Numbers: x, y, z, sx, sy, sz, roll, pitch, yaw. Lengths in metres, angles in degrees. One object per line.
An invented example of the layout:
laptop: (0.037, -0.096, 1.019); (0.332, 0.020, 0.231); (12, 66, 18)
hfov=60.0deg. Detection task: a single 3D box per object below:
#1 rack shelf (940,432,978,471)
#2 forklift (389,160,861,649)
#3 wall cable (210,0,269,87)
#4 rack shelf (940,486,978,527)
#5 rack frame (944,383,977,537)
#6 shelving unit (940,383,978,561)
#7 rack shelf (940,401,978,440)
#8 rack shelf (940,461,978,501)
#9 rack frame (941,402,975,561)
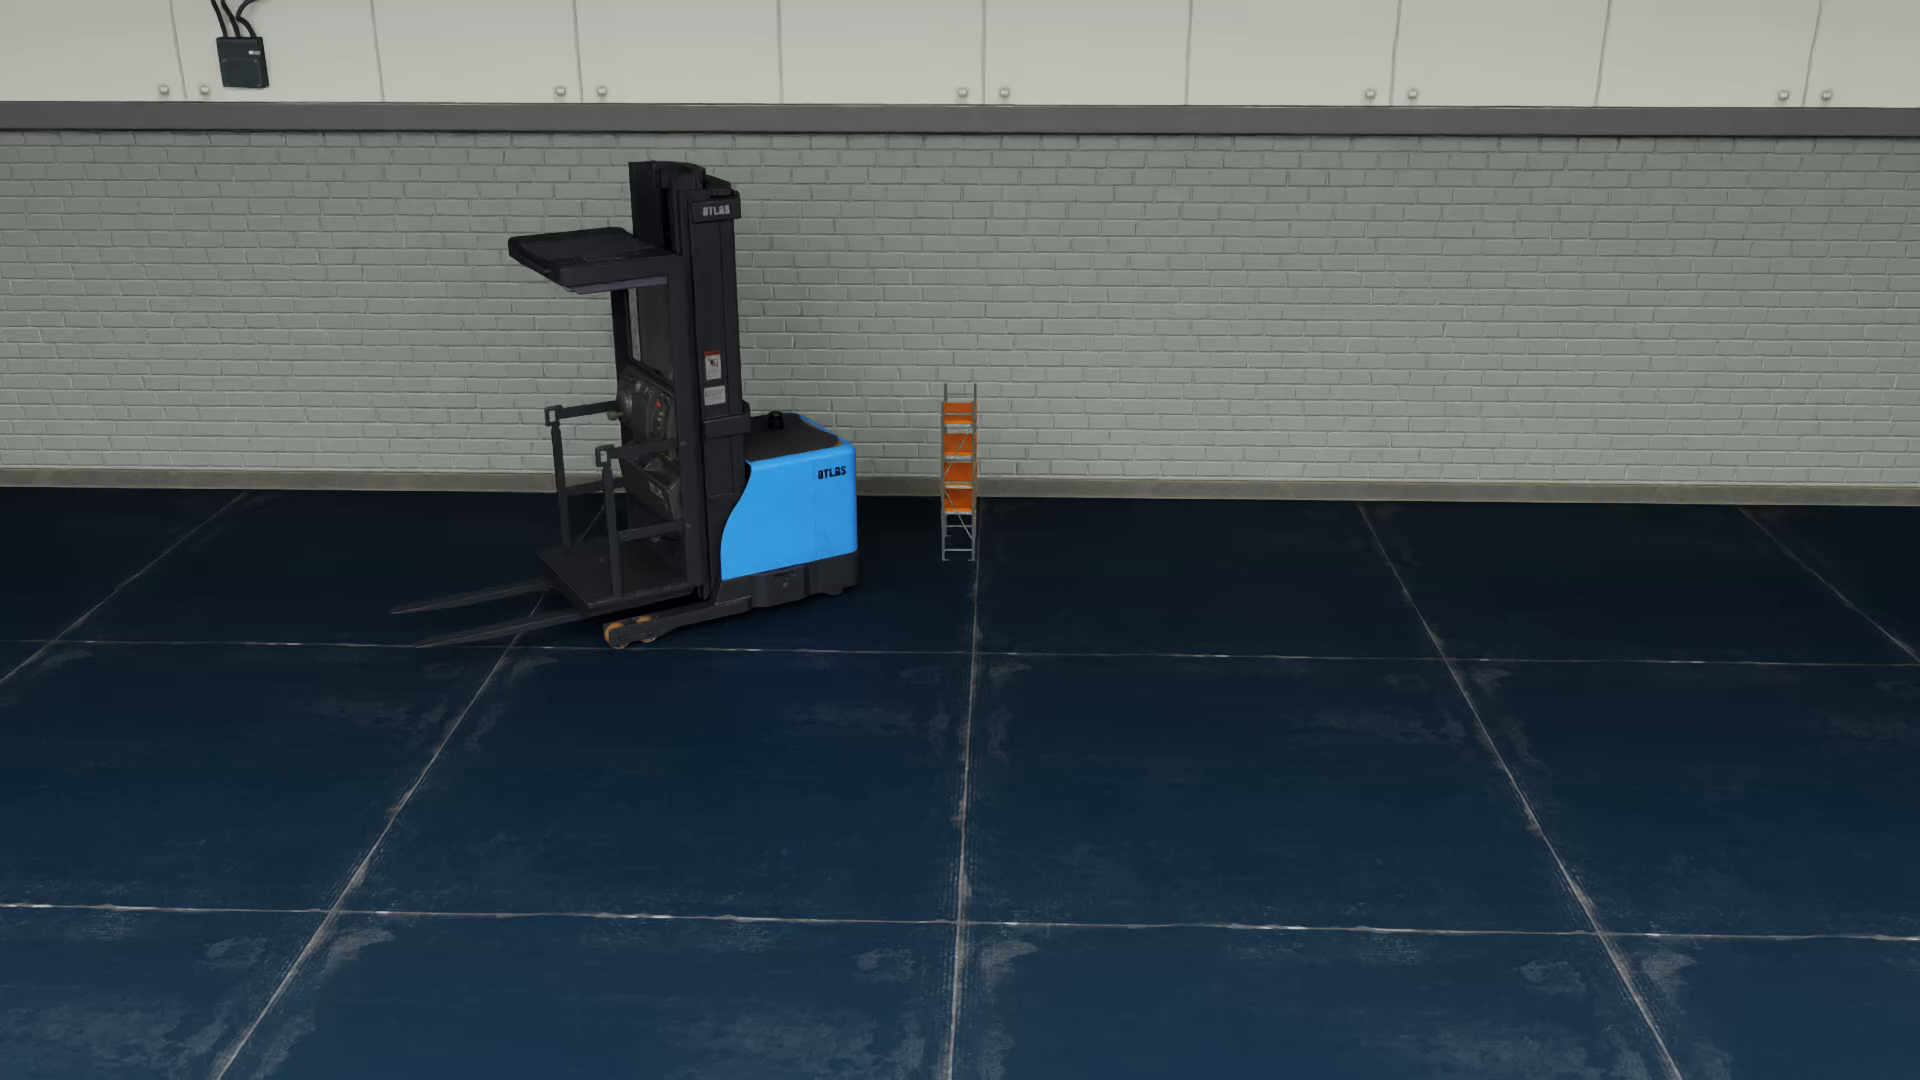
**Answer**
rack shelf: (-0.005, -0.645, 12.101); (0.258, 0.148, 0.480); (1, 21, 2)
forklift: (-2.221, -0.883, 10.752); (3.031, 2.935, 1.130); (-12, 24, -29)
wall cable: (-4.324, -6.165, 11.276); (2.305, 6.003, 0.169); (1, 21, 2)
rack shelf: (-0.005, -0.252, 12.254); (0.258, 0.148, 0.480); (1, 21, 2)
rack frame: (0.002, -0.588, 12.385); (0.240, 1.200, 0.015); (1, 21, 2)
shelving unit: (-0.005, -0.500, 12.158); (0.258, 1.200, 0.503); (1, 21, 2)
rack shelf: (-0.005, -0.866, 12.015); (0.258, 0.148, 0.480); (1, 21, 2)
rack shelf: (-0.005, -0.437, 12.182); (0.258, 0.148, 0.480); (1, 21, 2)
rack frame: (-0.012, -0.411, 11.930); (0.240, 1.200, 0.015); (1, 21, 2)
